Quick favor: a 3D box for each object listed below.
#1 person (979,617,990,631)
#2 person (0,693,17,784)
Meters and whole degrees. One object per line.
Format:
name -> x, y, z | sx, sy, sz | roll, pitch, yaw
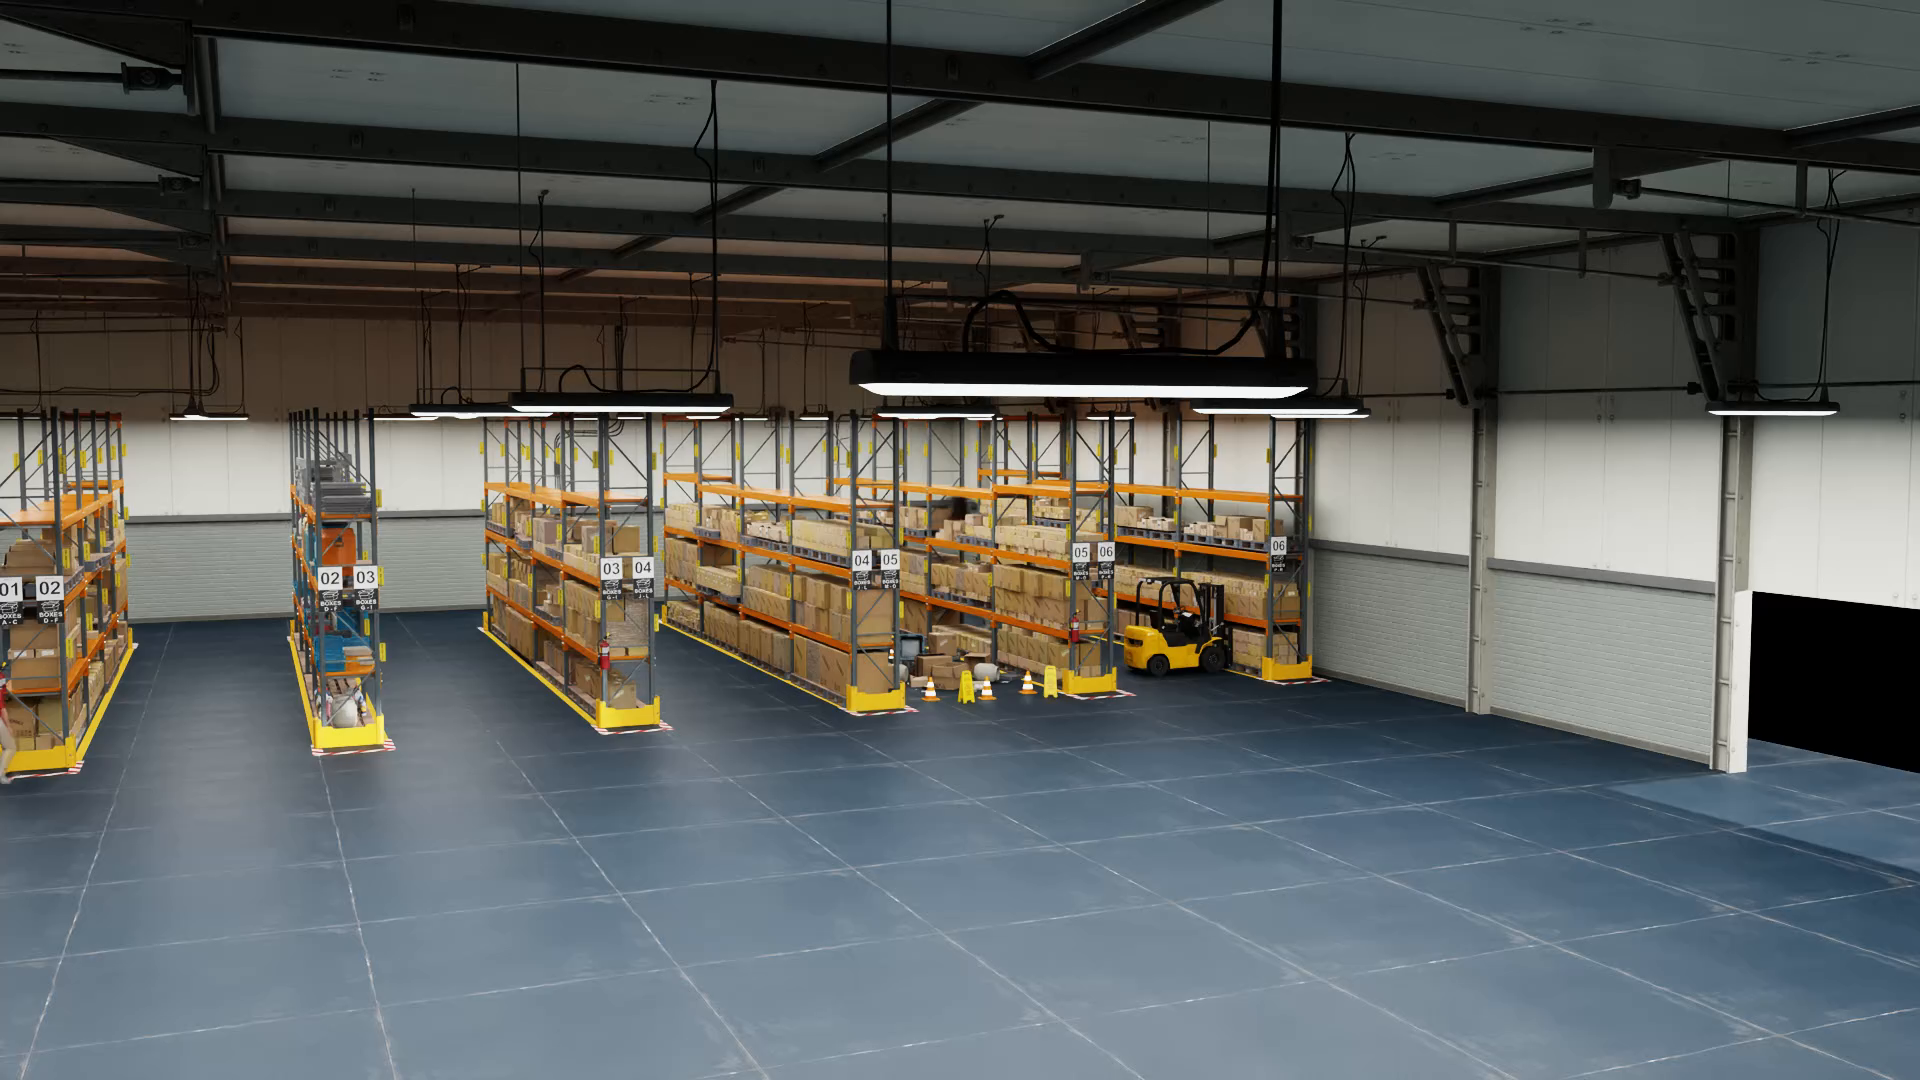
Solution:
person -> 0.647, 1.617, 45.978 | 0.374, 1.775, 0.605 | -2, 4, -22
person -> -15.335, 3.005, 26.308 | 0.654, 1.740, 0.407 | 0, 4, 5
